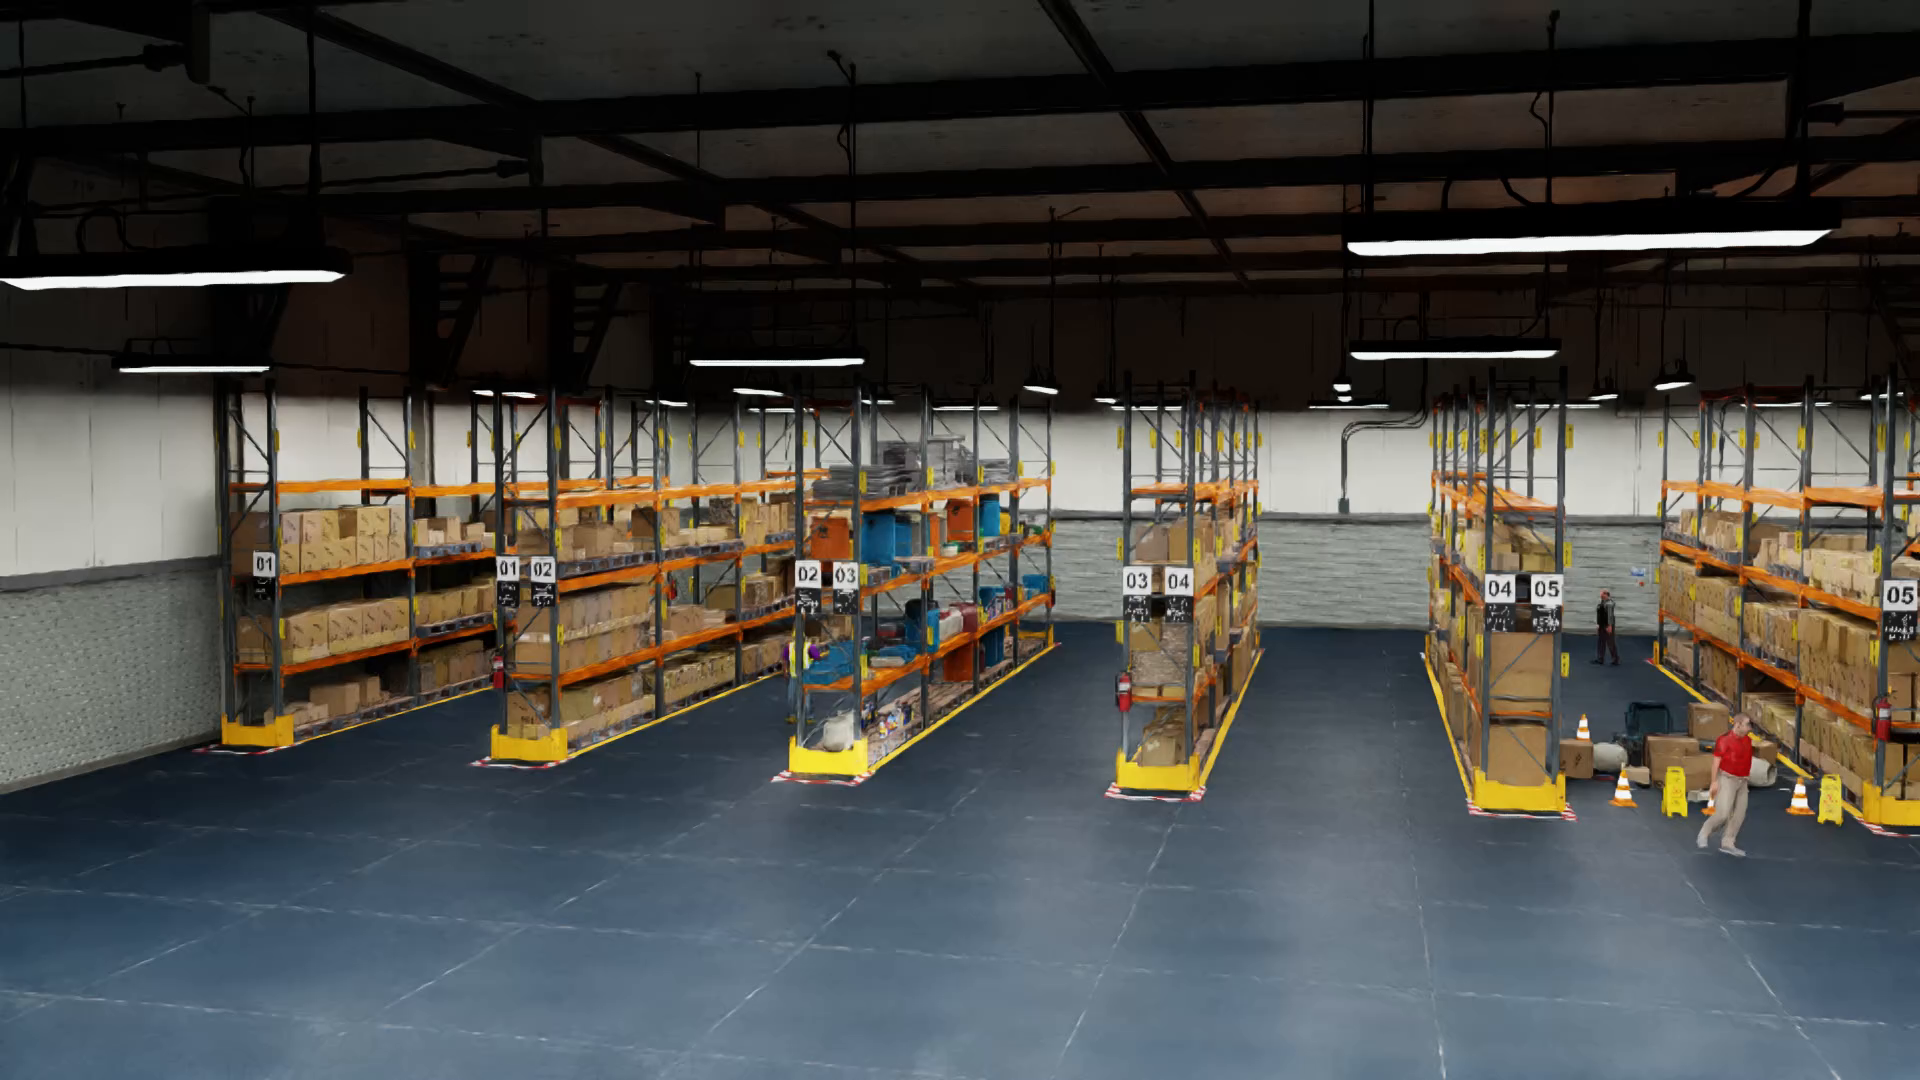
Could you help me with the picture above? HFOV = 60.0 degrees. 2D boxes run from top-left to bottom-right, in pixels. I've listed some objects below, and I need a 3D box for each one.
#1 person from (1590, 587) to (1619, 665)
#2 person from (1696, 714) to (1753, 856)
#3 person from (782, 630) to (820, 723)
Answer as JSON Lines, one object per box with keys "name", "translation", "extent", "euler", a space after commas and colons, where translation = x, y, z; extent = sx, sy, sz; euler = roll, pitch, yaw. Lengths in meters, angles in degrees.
{"name": "person", "translation": [14.411, 1.915, 37.093], "extent": [0.520, 1.722, 0.638], "euler": [0, 3, 2]}
{"name": "person", "translation": [9.272, 2.984, 20.146], "extent": [0.605, 1.624, 0.558], "euler": [-1, 4, -22]}
{"name": "person", "translation": [-2.813, 2.394, 29.321], "extent": [0.719, 1.714, 0.577], "euler": [1, 3, 11]}
